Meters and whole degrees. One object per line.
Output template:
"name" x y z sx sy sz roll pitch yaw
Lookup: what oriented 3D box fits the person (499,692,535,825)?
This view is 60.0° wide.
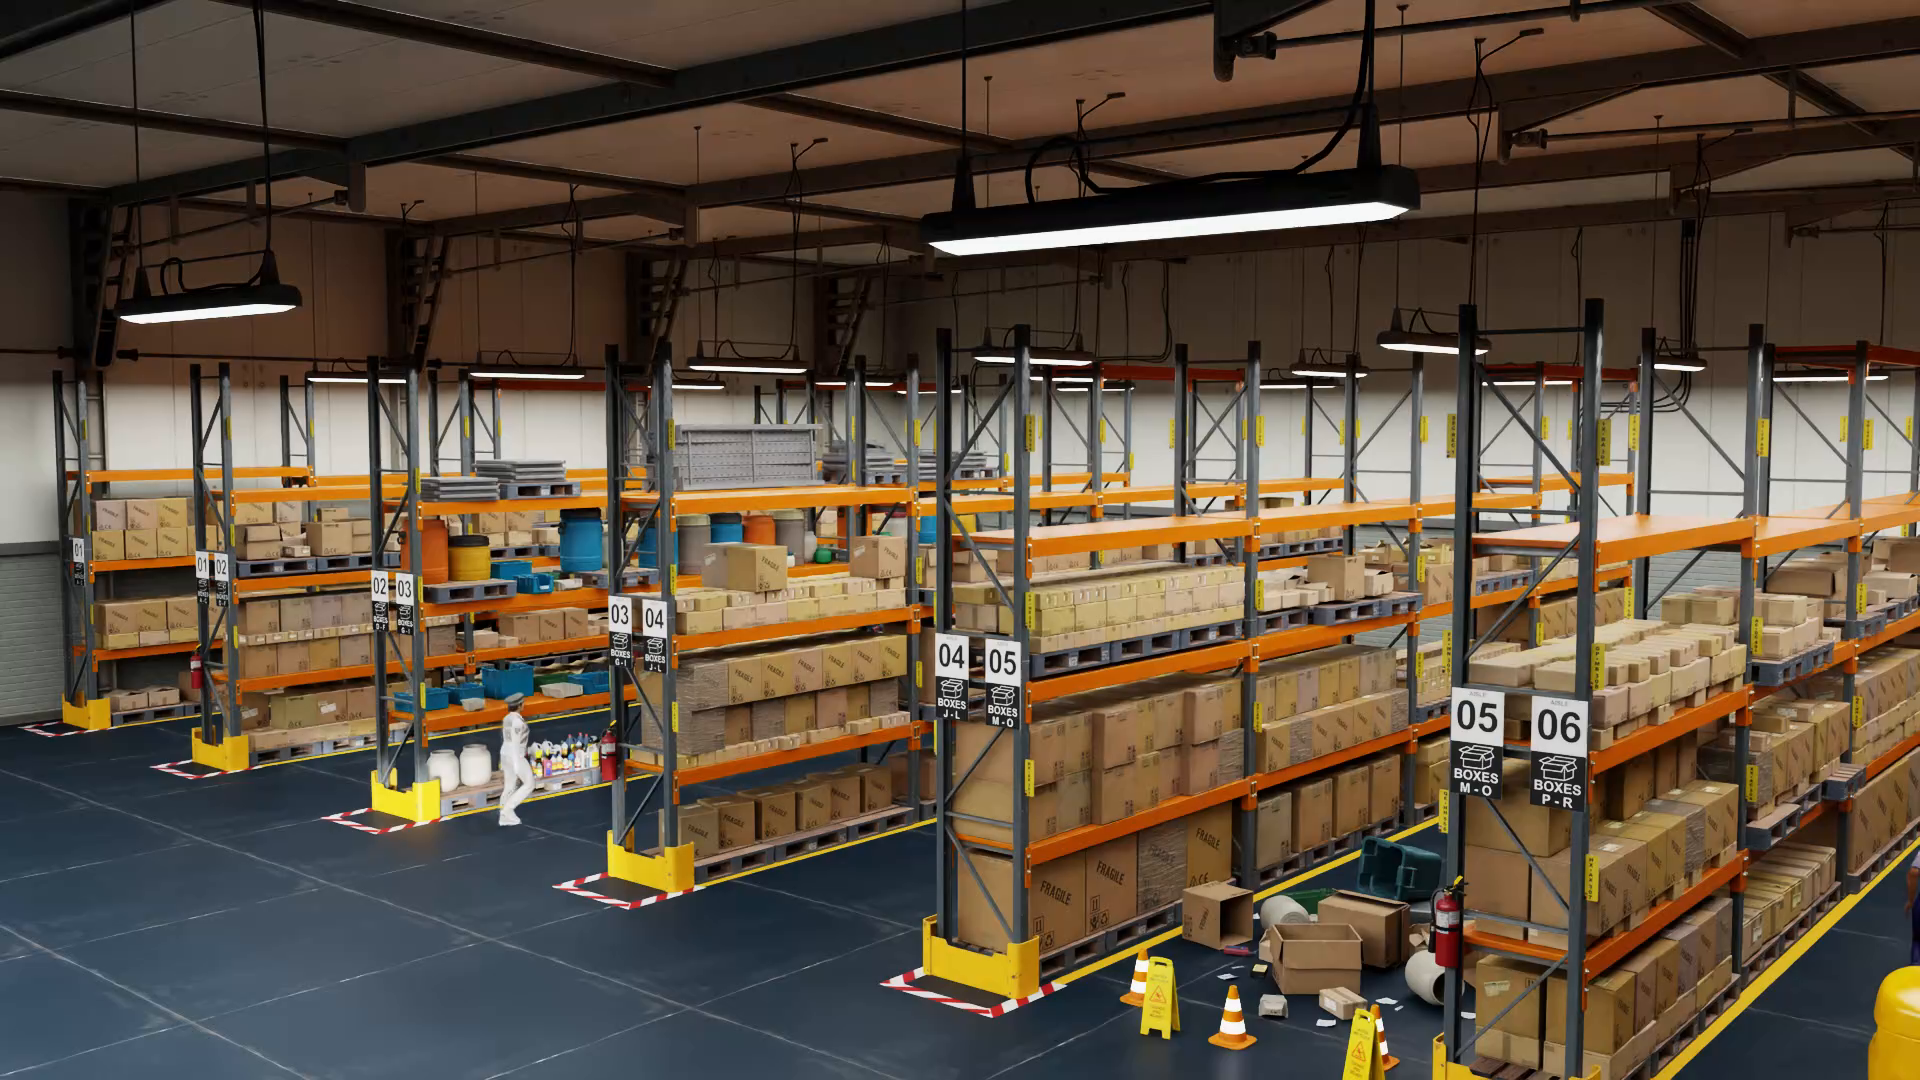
"person" -5.701 2.788 21.212 0.434 1.673 0.515 -3 5 -37

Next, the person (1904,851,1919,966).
"person" 8.796 3.328 14.899 0.537 1.540 0.708 4 6 42
